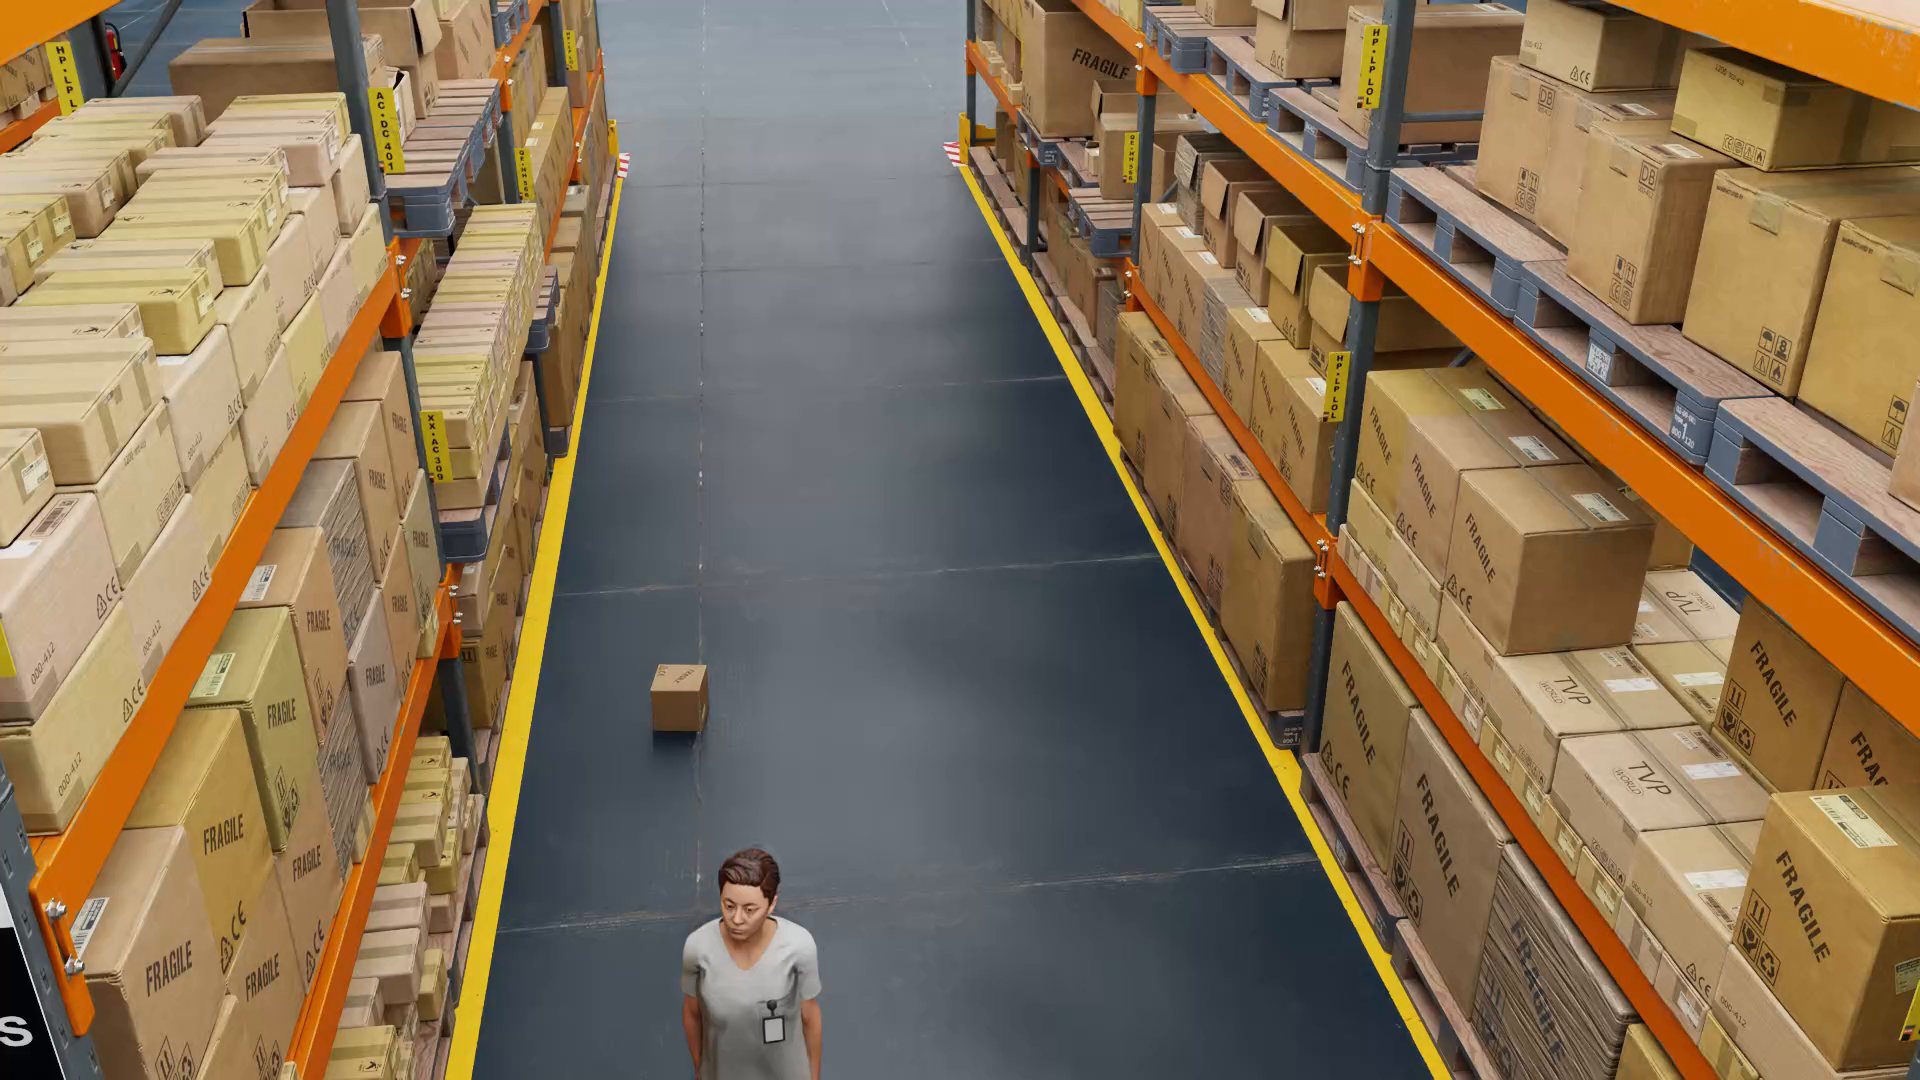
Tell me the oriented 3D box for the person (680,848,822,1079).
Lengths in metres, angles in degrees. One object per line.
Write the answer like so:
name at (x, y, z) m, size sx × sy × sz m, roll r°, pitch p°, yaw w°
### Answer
person at (-0.648, 1.698, 5.277) m, size 0.443 × 1.662 × 0.480 m, roll -1°, pitch 27°, yaw -2°
